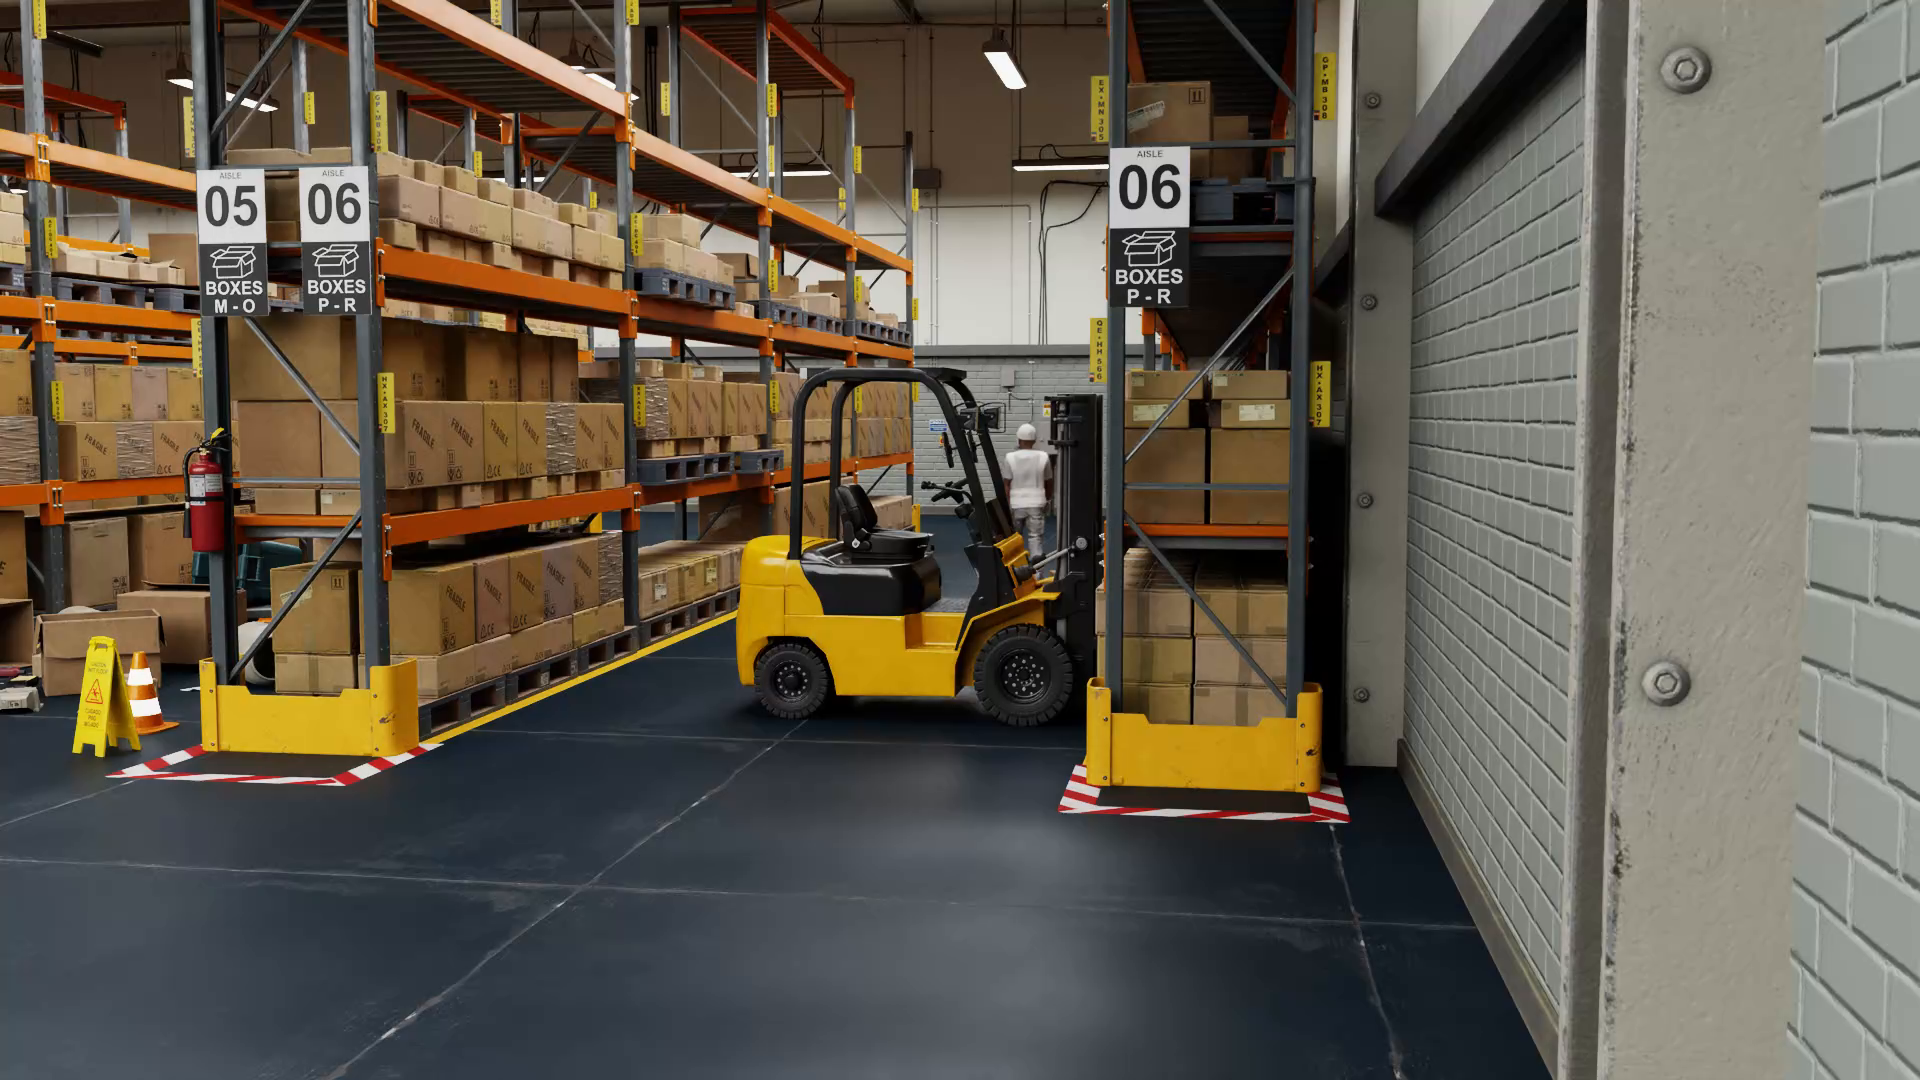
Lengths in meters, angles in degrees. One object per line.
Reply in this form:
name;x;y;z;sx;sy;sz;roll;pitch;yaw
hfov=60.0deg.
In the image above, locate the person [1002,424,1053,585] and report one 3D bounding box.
person;0.714;-0.371;17.780;0.551;1.741;1.024;0;4;0
